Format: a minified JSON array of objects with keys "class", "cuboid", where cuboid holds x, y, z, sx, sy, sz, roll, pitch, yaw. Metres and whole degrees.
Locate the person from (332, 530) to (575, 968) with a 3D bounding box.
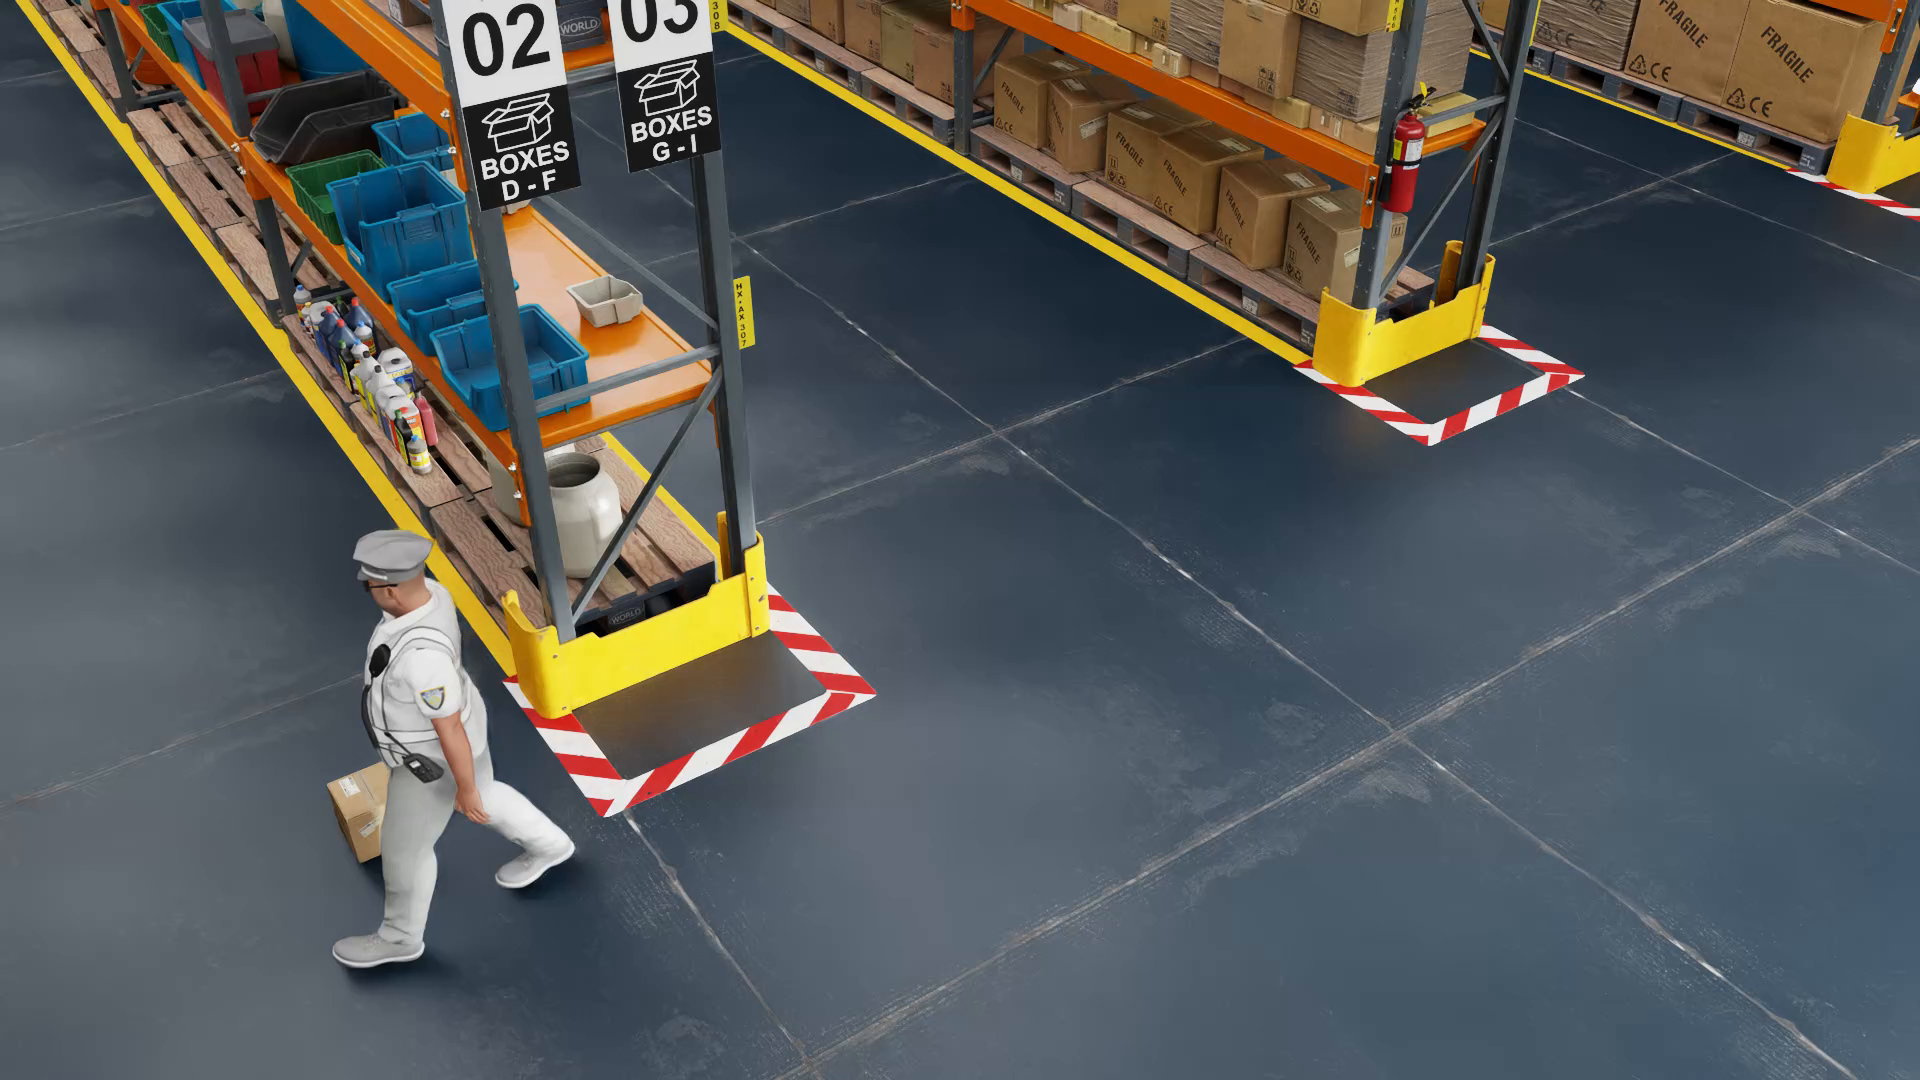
[{"class":"person","cuboid":[-1.955,0.734,6.005,0.903,1.699,0.601,-7,37,-10]}]
